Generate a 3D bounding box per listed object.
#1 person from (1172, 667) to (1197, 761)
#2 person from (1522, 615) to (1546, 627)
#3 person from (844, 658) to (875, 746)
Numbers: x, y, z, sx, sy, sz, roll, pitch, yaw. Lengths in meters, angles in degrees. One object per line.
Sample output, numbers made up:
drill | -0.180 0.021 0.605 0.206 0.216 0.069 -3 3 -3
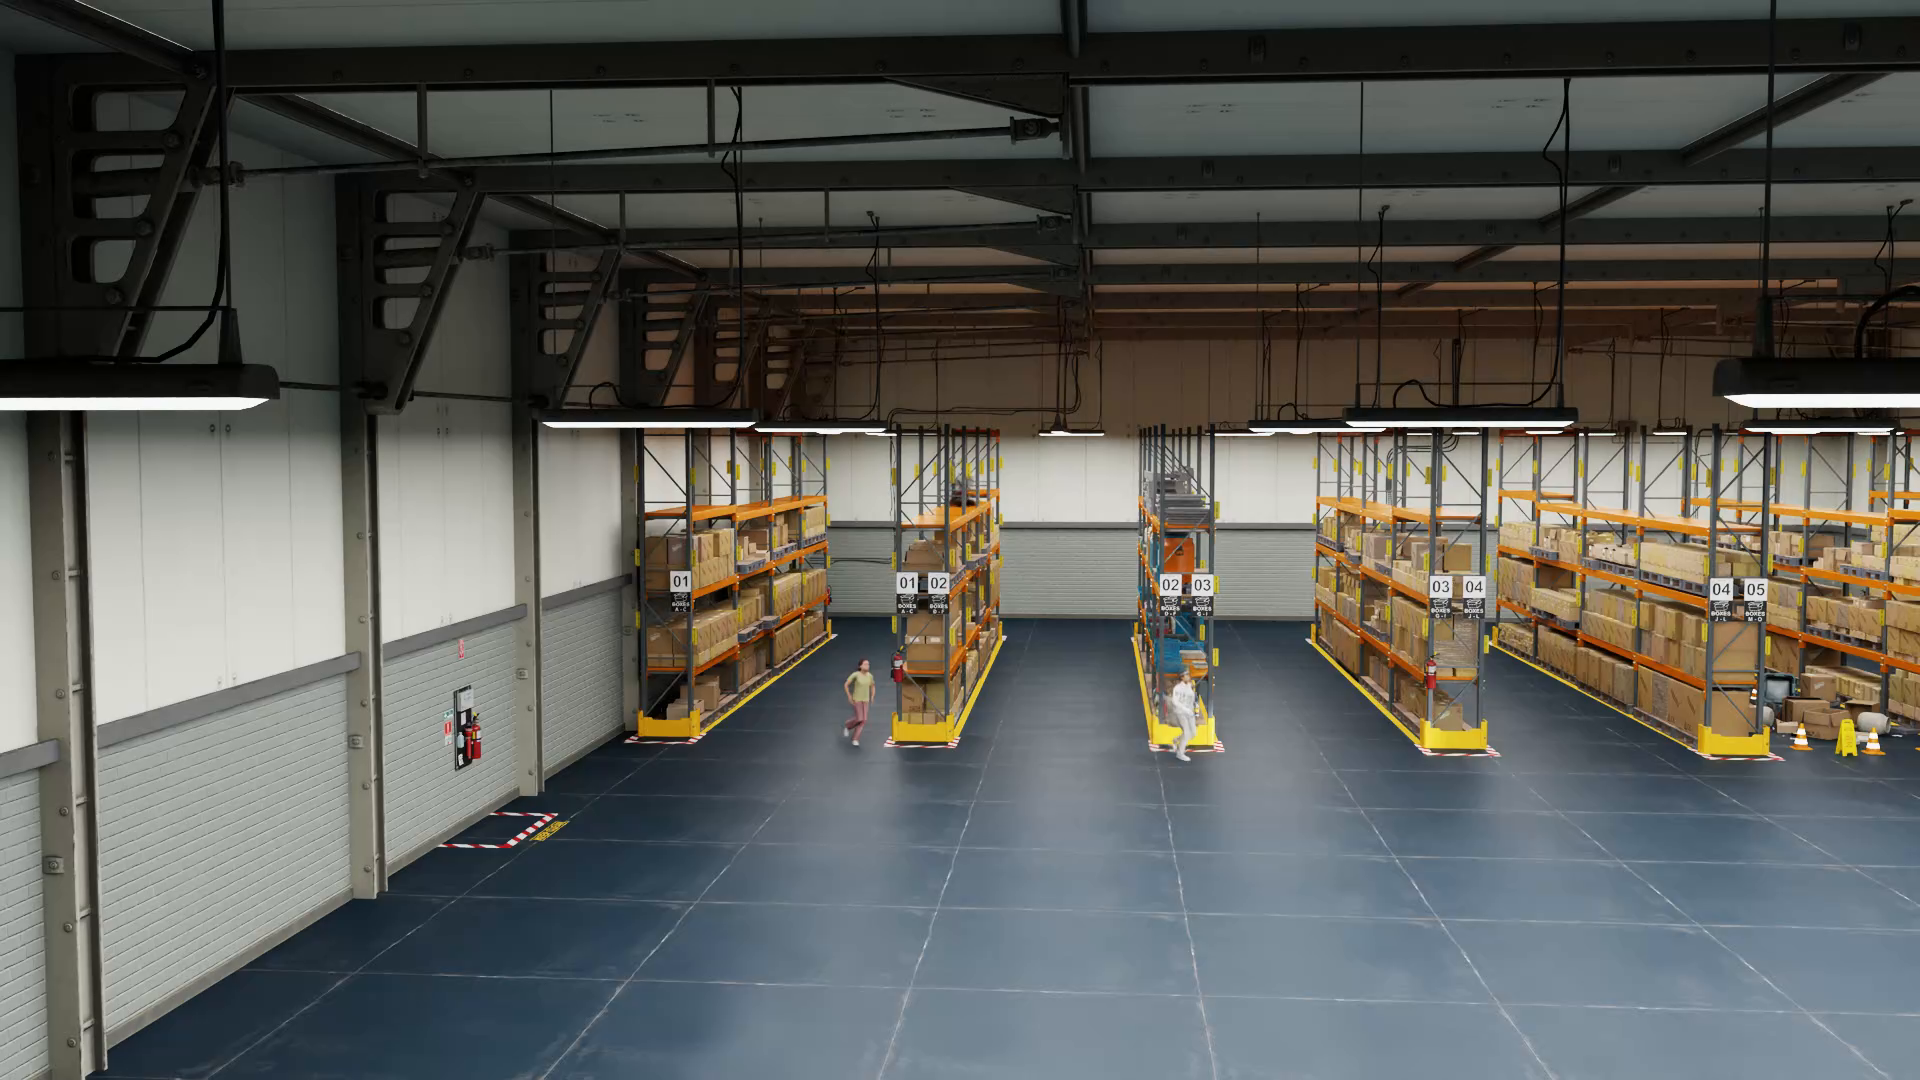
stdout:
person | 4.020 3.098 29.711 0.538 1.661 0.657 3 5 41
person | 16.384 1.962 47.429 0.826 1.766 0.633 0 3 2
person | -1.840 3.020 31.225 0.610 1.595 0.556 -2 4 -31
